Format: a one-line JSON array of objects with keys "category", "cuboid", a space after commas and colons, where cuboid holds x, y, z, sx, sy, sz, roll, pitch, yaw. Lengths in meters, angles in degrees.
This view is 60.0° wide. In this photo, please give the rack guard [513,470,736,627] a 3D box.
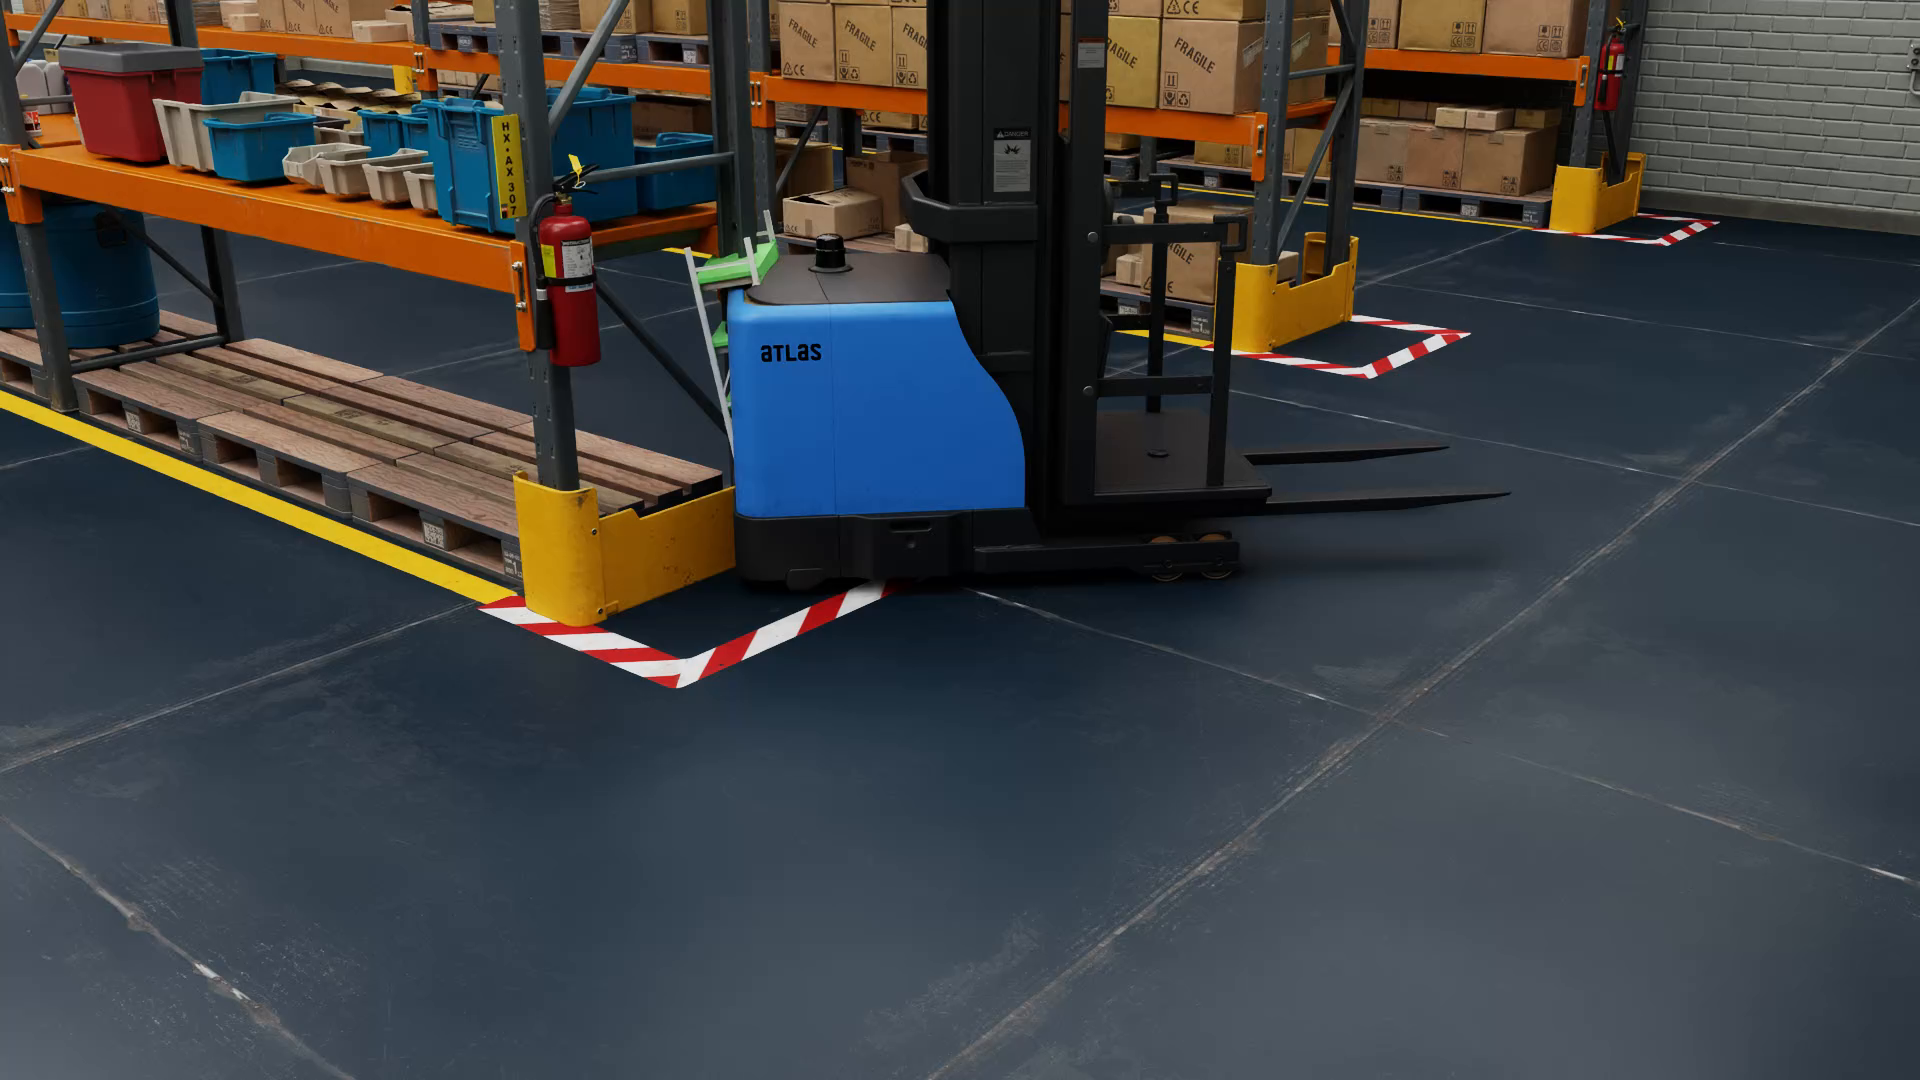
[{"category": "rack guard", "cuboid": [-1.099, -0.116, 6.267, 0.348, 0.500, 1.175, 16, 26, 36]}]

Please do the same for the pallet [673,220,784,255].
[{"category": "pallet", "cuboid": [-1.744, -2.399, 12.732, 1.213, 0.211, 1.003, 16, 26, 36]}]

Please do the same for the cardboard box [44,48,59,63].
[{"category": "cardboard box", "cuboid": [-9.723, -5.180, 18.391, 0.500, 0.500, 0.500, 16, 26, 36]}]

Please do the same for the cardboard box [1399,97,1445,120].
[{"category": "cardboard box", "cuboid": [3.972, -3.707, 14.275, 0.250, 0.149, 0.380, 17, 26, 37]}]

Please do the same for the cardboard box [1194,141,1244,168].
[{"category": "cardboard box", "cuboid": [2.554, -3.720, 15.229, 0.500, 0.500, 0.700, 16, 26, 37]}]

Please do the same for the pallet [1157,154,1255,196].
[{"category": "pallet", "cuboid": [2.579, -3.392, 15.364, 1.213, 0.211, 1.003, 16, 26, 36]}]

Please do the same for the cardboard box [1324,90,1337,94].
[{"category": "cardboard box", "cuboid": [3.181, -3.935, 14.879, 0.250, 0.149, 0.380, 15, 25, 35]}]

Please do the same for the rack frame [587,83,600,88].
[{"category": "rack frame", "cuboid": [-4.158, -6.673, 20.112, 0.127, 3.000, 1.000, 16, 26, 36]}]

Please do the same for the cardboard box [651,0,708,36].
[{"category": "cardboard box", "cuboid": [-1.888, -4.079, 12.497, 0.700, 0.500, 0.500, -17, 27, -38]}]

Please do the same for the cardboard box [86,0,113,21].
[{"category": "cardboard box", "cuboid": [-8.832, -5.805, 17.668, 0.500, 0.500, 0.700, 17, 27, 38]}]

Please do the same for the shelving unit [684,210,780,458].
[{"category": "shelving unit", "cuboid": [-0.758, -0.607, 6.389, 0.258, 1.200, 0.503, -8, 22, 6]}]

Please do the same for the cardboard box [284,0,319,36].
[{"category": "cardboard box", "cuboid": [-5.907, -4.960, 15.427, 0.500, 0.500, 0.500, 16, 26, 36]}]

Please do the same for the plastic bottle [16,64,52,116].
[{"category": "plastic bottle", "cuboid": [-5.156, -2.494, 9.207, 0.135, 0.276, 0.152, 16, 26, 36]}]

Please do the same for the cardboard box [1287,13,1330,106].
[{"category": "cardboard box", "cuboid": [1.832, -2.858, 9.855, 0.500, 0.500, 0.500, 17, 26, 37]}]

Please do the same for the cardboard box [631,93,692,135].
[{"category": "cardboard box", "cuboid": [-2.474, -3.430, 13.368, 0.500, 0.250, 0.500, 15, 26, 35]}]

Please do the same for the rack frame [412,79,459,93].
[{"category": "rack frame", "cuboid": [-7.257, -7.565, 22.479, 0.127, 3.000, 1.000, 16, 26, 36]}]

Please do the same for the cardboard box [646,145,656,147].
[{"category": "cardboard box", "cuboid": [-2.031, -2.714, 12.532, 0.500, 0.500, 0.500, 16, 26, 36]}]

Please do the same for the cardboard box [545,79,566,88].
[{"category": "cardboard box", "cuboid": [-4.988, -5.930, 21.061, 0.500, 0.500, 0.500, 14, 25, 32]}]

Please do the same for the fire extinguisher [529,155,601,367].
[{"category": "fire extinguisher", "cuboid": [-1.296, -0.919, 5.492, 0.183, 0.674, 0.296, 16, 26, 36]}]

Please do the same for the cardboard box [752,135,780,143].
[{"category": "cardboard box", "cuboid": [-1.731, -2.860, 12.920, 0.500, 0.500, 0.500, 17, 26, 37]}]

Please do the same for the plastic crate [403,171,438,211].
[{"category": "plastic crate", "cuboid": [-1.872, -1.325, 6.218, 0.243, 0.136, 0.396, 16, 26, 36]}]

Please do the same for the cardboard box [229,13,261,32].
[{"category": "cardboard box", "cuboid": [-6.731, -4.947, 15.891, 0.250, 0.149, 0.380, 16, 26, 36]}]

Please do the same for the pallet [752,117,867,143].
[{"category": "pallet", "cuboid": [-1.664, -4.650, 18.701, 1.213, 0.211, 1.003, 16, 26, 36]}]

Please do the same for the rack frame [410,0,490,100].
[{"category": "rack frame", "cuboid": [-4.189, -4.425, 14.152, 0.127, 3.000, 1.000, 16, 26, 36]}]

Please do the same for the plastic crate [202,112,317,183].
[{"category": "plastic crate", "cuboid": [-2.879, -1.625, 6.879, 0.300, 0.233, 0.416, 16, 26, 36]}]

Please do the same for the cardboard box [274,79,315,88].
[{"category": "cardboard box", "cuboid": [-6.793, -4.478, 16.799, 0.500, 0.311, 0.500, 16, 26, 36]}]

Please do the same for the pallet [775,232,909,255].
[{"category": "pallet", "cuboid": [-0.558, -2.075, 11.871, 1.213, 0.211, 1.003, 16, 26, 36]}]

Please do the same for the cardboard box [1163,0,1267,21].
[{"category": "cardboard box", "cuboid": [1.490, -3.179, 9.289, 0.500, 0.500, 0.500, 16, 26, 36]}]

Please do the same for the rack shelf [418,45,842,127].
[{"category": "rack shelf", "cuboid": [-2.639, -3.643, 13.096, 4.000, 0.370, 1.077, 16, 26, 36]}]

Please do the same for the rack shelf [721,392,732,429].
[{"category": "rack shelf", "cuboid": [-0.747, -0.548, 6.412, 0.258, 0.148, 0.480, -8, 22, 6]}]

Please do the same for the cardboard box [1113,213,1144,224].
[{"category": "cardboard box", "cuboid": [0.992, -1.982, 10.946, 0.500, 0.250, 0.500, 16, 26, 36]}]

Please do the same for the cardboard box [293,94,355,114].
[{"category": "cardboard box", "cuboid": [-5.933, -3.987, 15.497, 0.500, 0.311, 0.500, 17, 26, 38]}]

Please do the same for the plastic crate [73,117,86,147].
[{"category": "plastic crate", "cuboid": [-3.955, -1.942, 7.854, 0.243, 0.136, 0.396, 16, 26, 36]}]

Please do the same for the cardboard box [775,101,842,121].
[{"category": "cardboard box", "cuboid": [-1.650, -4.963, 18.497, 0.500, 0.500, 0.700, 17, 26, 37]}]

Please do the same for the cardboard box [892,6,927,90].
[{"category": "cardboard box", "cuboid": [-0.082, -3.166, 10.671, 0.500, 0.500, 0.500, 16, 26, 36]}]

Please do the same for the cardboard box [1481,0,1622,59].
[{"category": "cardboard box", "cuboid": [4.737, -4.247, 13.254, 0.700, 0.700, 0.980, 18, 27, 39]}]

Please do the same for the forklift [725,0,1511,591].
[{"category": "forklift", "cuboid": [0.624, -1.399, 6.224, 3.031, 2.935, 1.130, -3, 21, -7]}]

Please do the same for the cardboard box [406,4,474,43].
[{"category": "cardboard box", "cuboid": [-4.443, -4.477, 14.415, 0.500, 0.311, 0.500, 18, 27, 40]}]

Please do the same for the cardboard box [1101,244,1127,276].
[{"category": "cardboard box", "cuboid": [0.715, -1.834, 10.554, 0.500, 0.250, 0.500, 16, 26, 36]}]

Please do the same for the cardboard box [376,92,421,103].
[{"category": "cardboard box", "cuboid": [-5.215, -4.024, 15.595, 0.500, 0.311, 0.500, 15, 25, 35]}]

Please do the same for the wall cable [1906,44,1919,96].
[{"category": "wall cable", "cuboid": [6.728, -4.444, 12.761, 1.851, 1.984, 0.084, 16, 26, 36]}]

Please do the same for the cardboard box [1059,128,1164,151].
[{"category": "cardboard box", "cuboid": [1.454, -4.188, 15.975, 0.750, 0.750, 0.750, 16, 26, 37]}]

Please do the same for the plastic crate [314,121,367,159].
[{"category": "plastic crate", "cuboid": [-2.686, -1.778, 7.421, 0.466, 0.136, 0.293, 16, 26, 36]}]

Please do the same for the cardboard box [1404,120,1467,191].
[{"category": "cardboard box", "cuboid": [4.145, -3.263, 14.017, 0.500, 0.500, 0.700, 16, 26, 36]}]

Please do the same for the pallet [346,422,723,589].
[{"category": "pallet", "cuboid": [-1.740, -0.177, 6.839, 1.213, 0.211, 1.003, 16, 26, 36]}]

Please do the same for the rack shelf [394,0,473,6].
[{"category": "rack shelf", "cuboid": [-5.708, -6.782, 21.422, 4.000, 0.370, 1.077, 16, 26, 36]}]

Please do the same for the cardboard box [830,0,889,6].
[{"category": "cardboard box", "cuboid": [-0.503, -3.751, 10.804, 0.500, 0.500, 0.500, 15, 25, 35]}]

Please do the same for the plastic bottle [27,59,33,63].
[{"category": "plastic bottle", "cuboid": [-5.312, -2.619, 9.544, 0.097, 0.271, 0.097, 0, 21, 0]}]
